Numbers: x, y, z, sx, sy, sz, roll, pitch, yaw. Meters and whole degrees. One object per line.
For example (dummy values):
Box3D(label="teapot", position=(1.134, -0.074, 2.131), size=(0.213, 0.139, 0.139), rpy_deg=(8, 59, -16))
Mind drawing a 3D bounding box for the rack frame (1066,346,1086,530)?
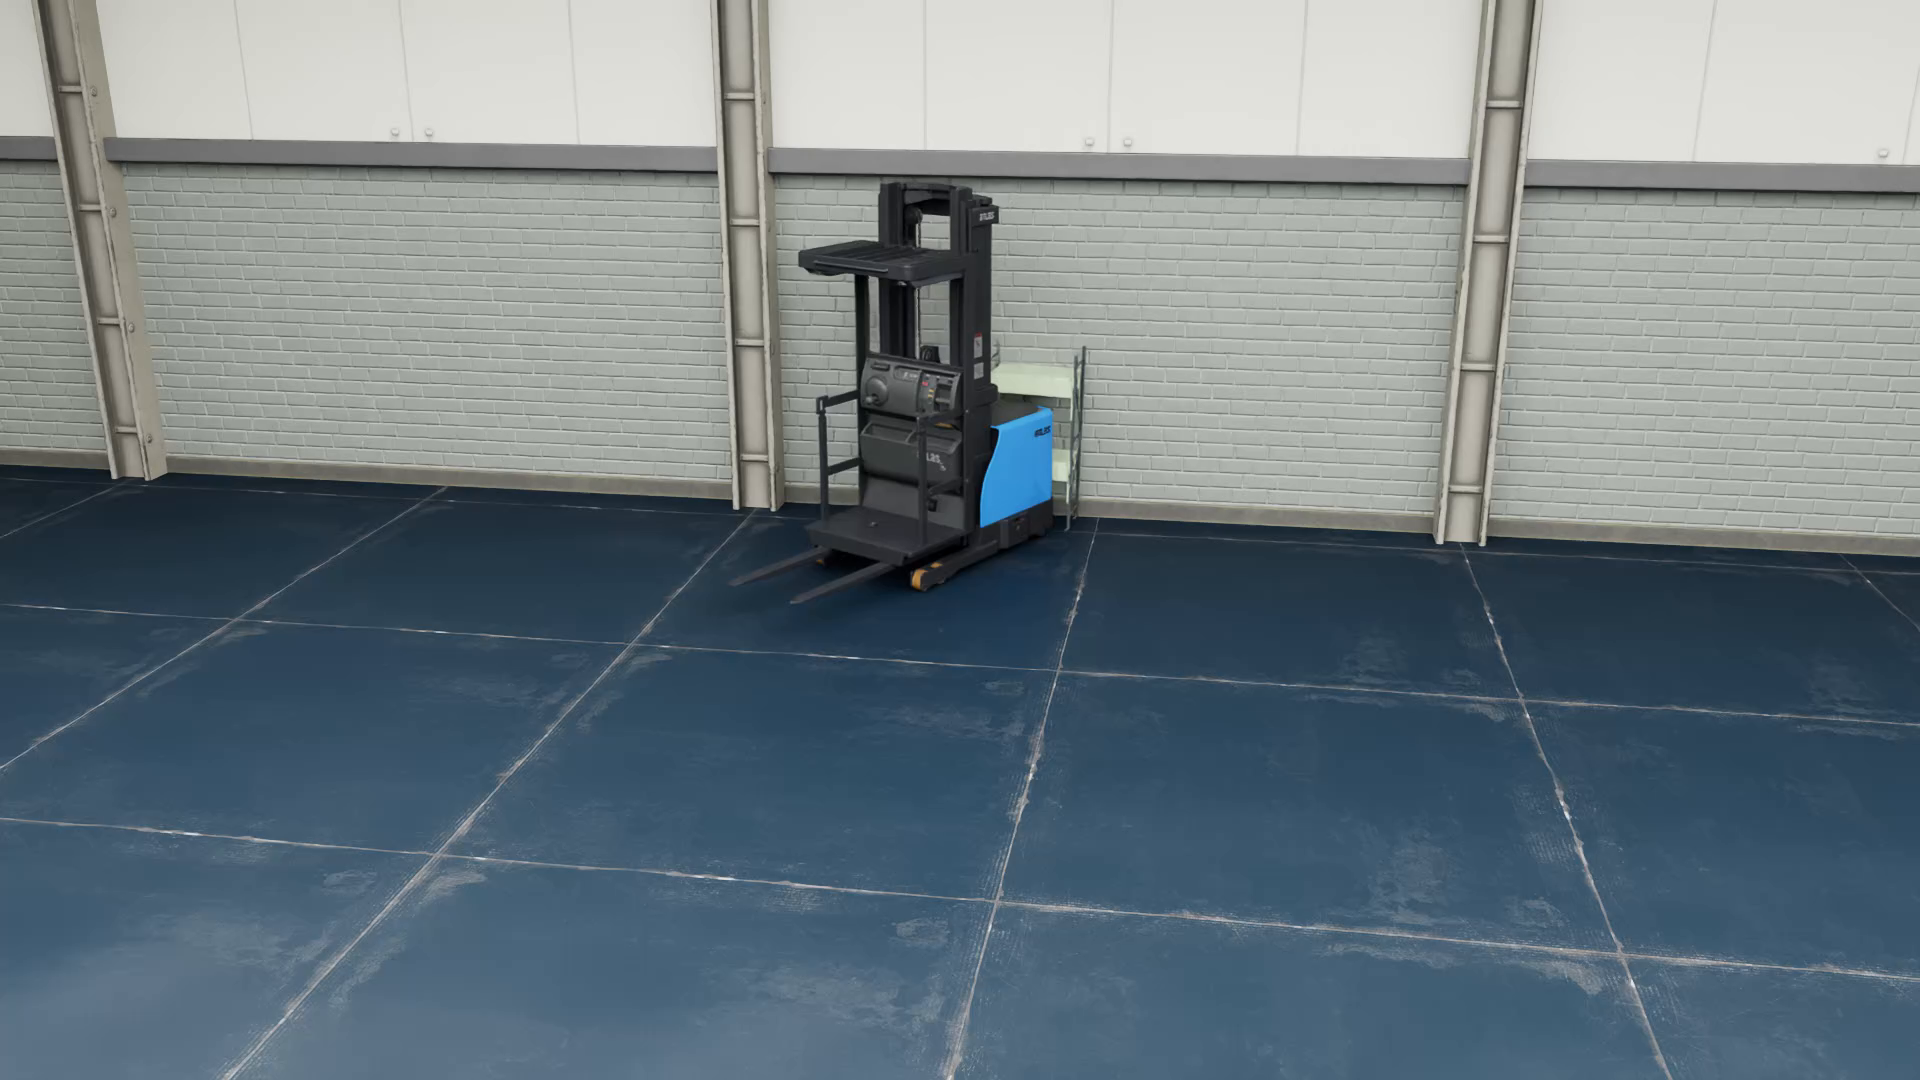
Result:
Box3D(label="rack frame", position=(0.977, -0.856, 13.981), size=(0.023, 1.500, 0.400), rpy_deg=(6, 20, 13))

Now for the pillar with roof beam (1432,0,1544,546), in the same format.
Box3D(label="pillar with roof beam", position=(3.464, -2.927, 8.368), size=(0.400, 9.000, 9.100), rpy_deg=(3, 19, 9))

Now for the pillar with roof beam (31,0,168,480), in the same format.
Box3D(label="pillar with roof beam", position=(-8.384, -3.530, 10.173), size=(0.400, 9.000, 9.100), rpy_deg=(3, 19, 9))

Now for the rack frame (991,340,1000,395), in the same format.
Box3D(label="rack frame", position=(0.269, -0.931, 14.149), size=(0.023, 1.500, 0.400), rpy_deg=(6, 20, 13))

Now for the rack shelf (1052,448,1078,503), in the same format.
Box3D(label="rack shelf", position=(0.615, -0.585, 14.171), size=(0.720, 0.370, 0.431), rpy_deg=(6, 20, 13))

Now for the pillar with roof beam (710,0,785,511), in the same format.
Box3D(label="pillar with roof beam", position=(-2.460, -3.229, 9.270), size=(0.400, 9.000, 9.100), rpy_deg=(3, 19, 9))

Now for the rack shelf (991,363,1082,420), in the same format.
Box3D(label="rack shelf", position=(0.632, -1.262, 13.938), size=(0.720, 0.370, 0.431), rpy_deg=(6, 20, 13))

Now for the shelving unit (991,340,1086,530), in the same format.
Box3D(label="shelving unit", position=(0.623, -0.893, 14.065), size=(0.755, 1.500, 0.431), rpy_deg=(6, 20, 13))

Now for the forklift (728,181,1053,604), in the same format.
Box3D(label="forklift", position=(-0.512, -1.176, 12.699), size=(1.130, 2.935, 3.031), rpy_deg=(14, 23, 35))
